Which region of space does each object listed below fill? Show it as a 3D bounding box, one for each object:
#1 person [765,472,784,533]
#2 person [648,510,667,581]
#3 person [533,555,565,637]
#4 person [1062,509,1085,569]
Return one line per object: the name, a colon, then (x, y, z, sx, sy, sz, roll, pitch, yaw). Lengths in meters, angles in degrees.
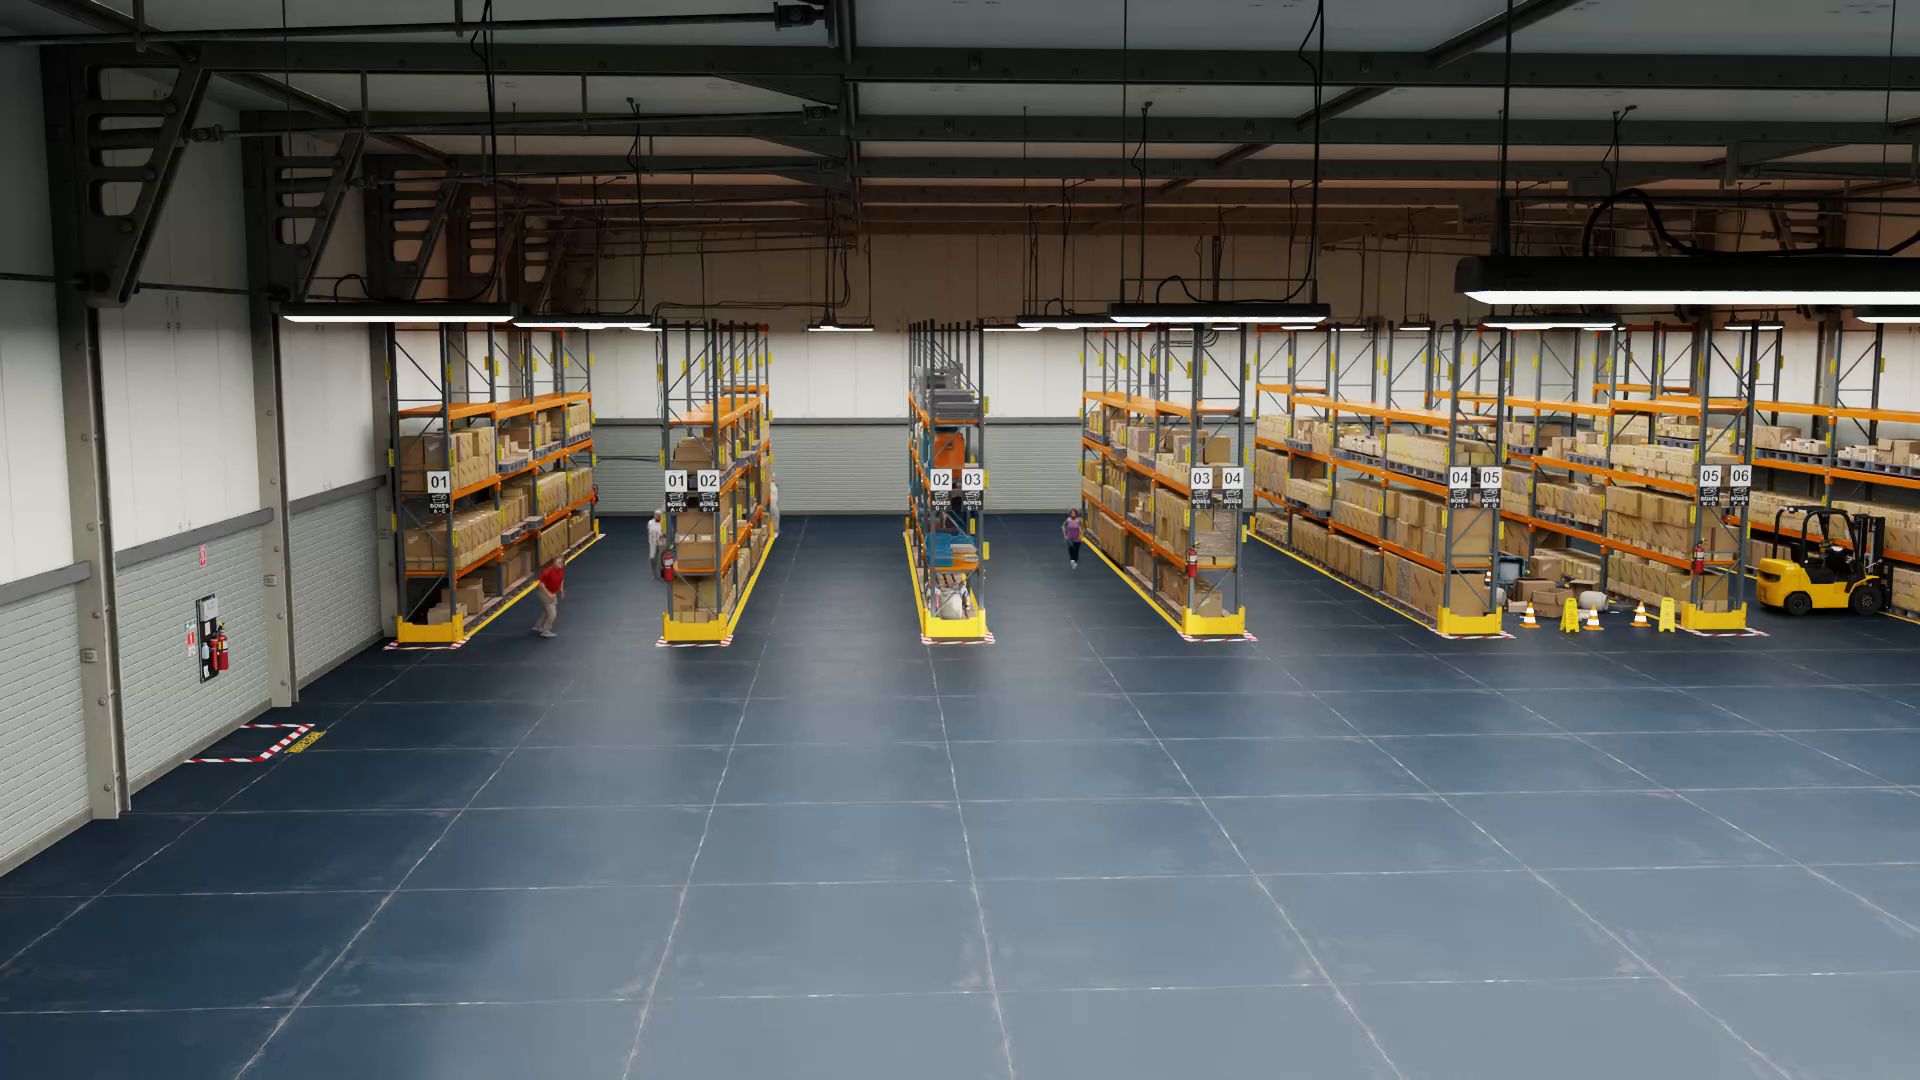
person: (-5.509, -1.079, 48.193, 0.795, 1.782, 0.696, 0, 7, 2)
person: (-7.053, 0.122, 38.907, 0.525, 1.683, 0.784, -1, 7, -4)
person: (-7.835, 1.052, 31.615, 0.845, 1.580, 0.716, 2, 7, 14)
person: (2.714, -0.018, 39.791, 0.549, 1.500, 0.869, 0, 7, 1)
